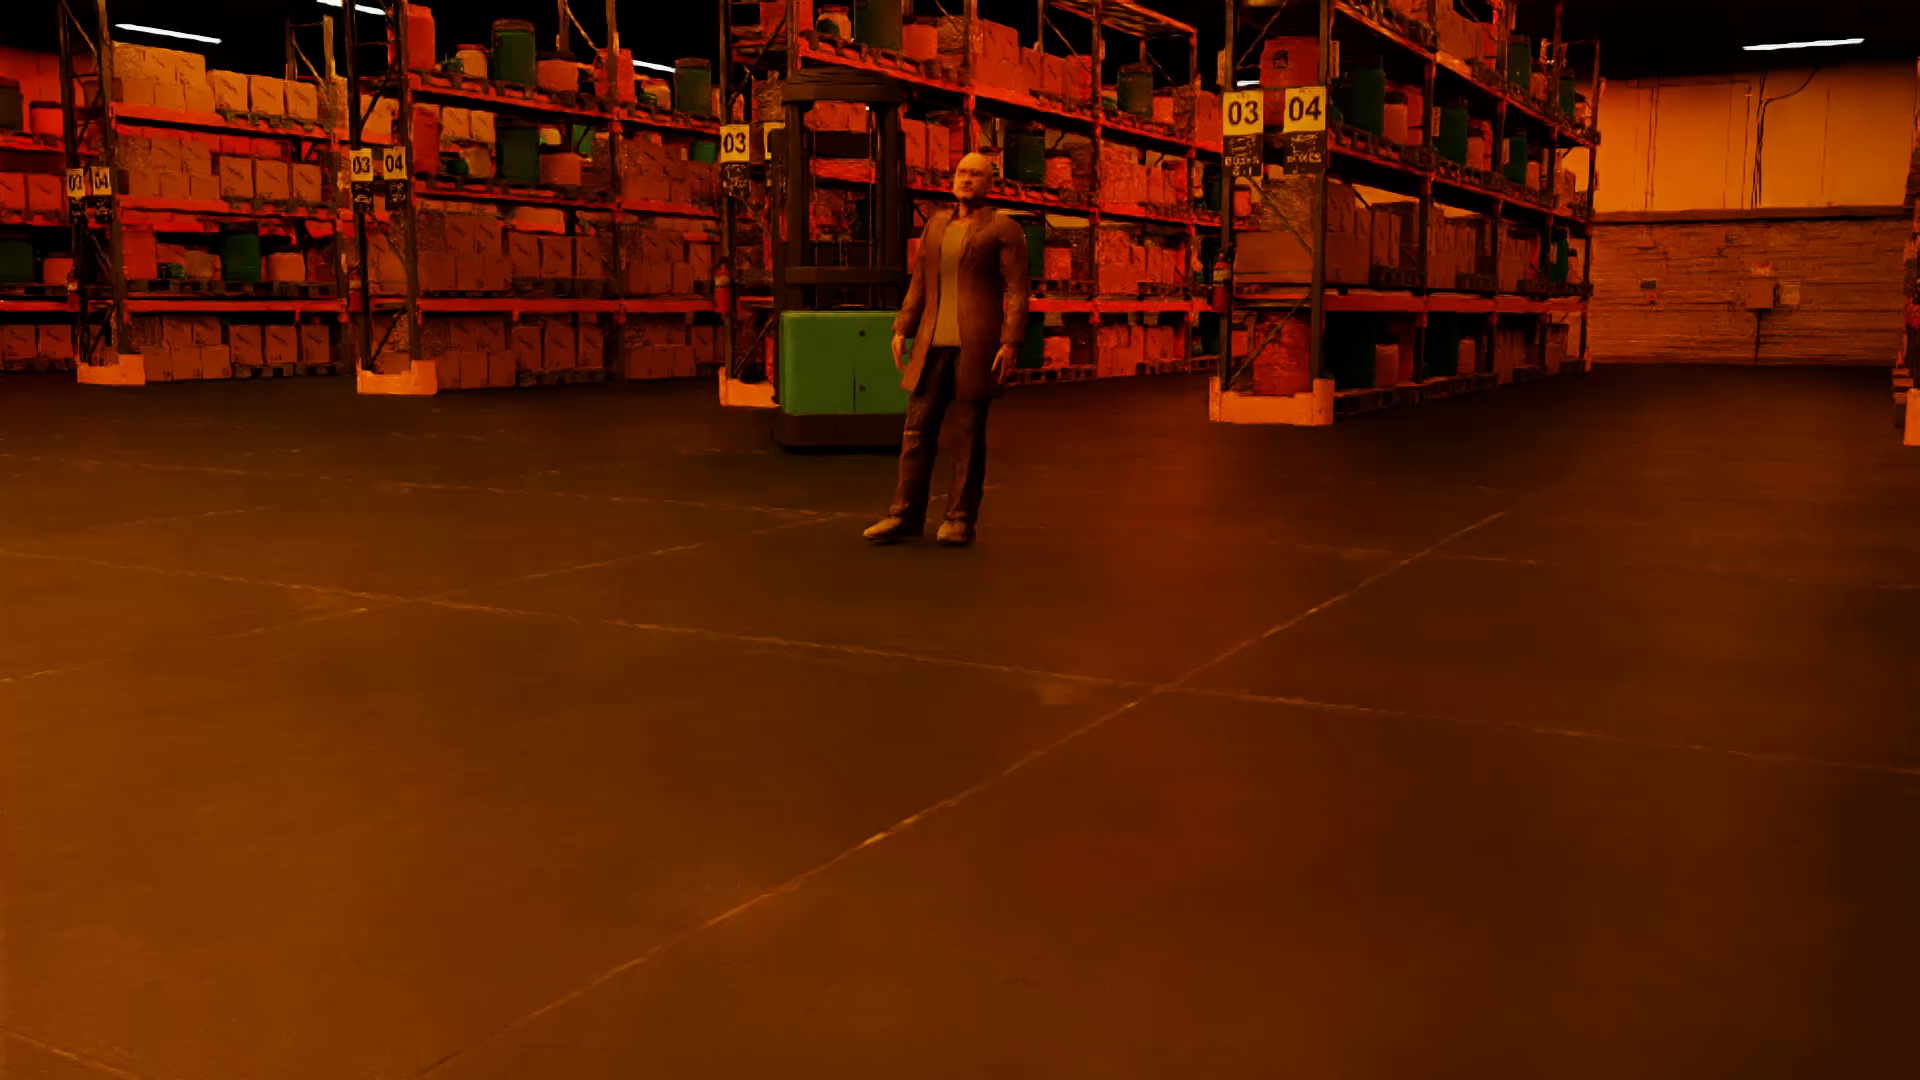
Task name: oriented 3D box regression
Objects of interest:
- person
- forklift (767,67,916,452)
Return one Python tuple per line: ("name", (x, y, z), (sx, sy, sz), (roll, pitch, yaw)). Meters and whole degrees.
("person", (-0.048, -0.877, 7.614), (0.694, 1.776, 0.580), (4, 9, 29))
("forklift", (-1.013, -2.293, 13.711), (1.130, 2.935, 3.031), (-1, 8, -9))
